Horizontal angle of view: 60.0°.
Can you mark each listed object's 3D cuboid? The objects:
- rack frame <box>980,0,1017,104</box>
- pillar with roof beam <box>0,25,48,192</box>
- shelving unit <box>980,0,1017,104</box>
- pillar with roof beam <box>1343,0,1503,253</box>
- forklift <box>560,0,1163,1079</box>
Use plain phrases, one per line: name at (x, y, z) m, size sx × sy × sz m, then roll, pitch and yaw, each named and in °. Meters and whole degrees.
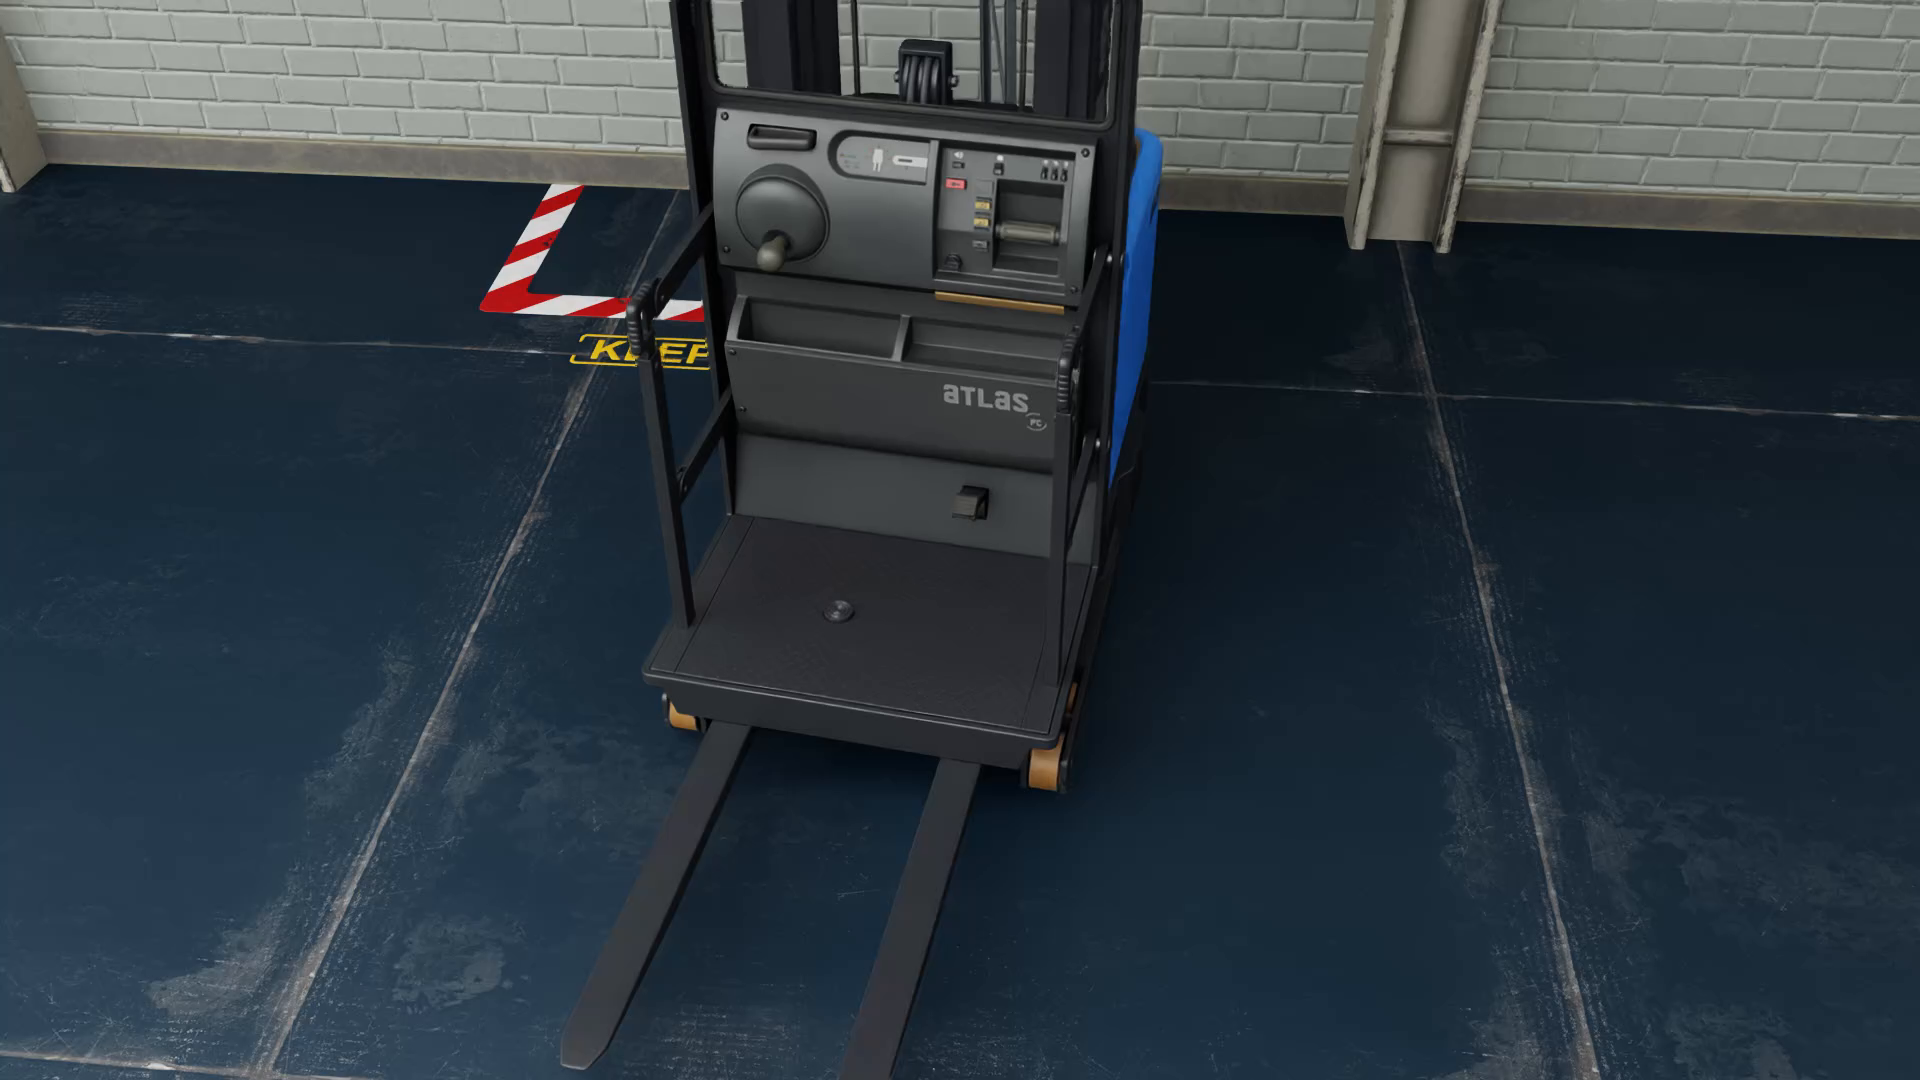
rack frame at (0.133, -1.427, 5.775) m, size 0.032 × 1.500 × 0.500 m, roll -6°, pitch 32°, yaw -8°
pillar with roof beam at (-4.570, -2.367, 1.030) m, size 0.400 × 9.000 × 9.100 m, roll 3°, pitch 39°, yaw 4°
shelving unit at (-0.367, -1.373, 5.707) m, size 1.048 × 1.500 × 0.538 m, roll -6°, pitch 32°, yaw -8°
pillar with roof beam at (1.408, -2.040, 0.628) m, size 0.400 × 9.000 × 9.100 m, roll 3°, pitch 39°, yaw 4°
forklift at (-0.188, -0.735, 3.831) m, size 1.130 × 2.935 × 3.031 m, roll 8°, pitch 40°, yaw 10°
